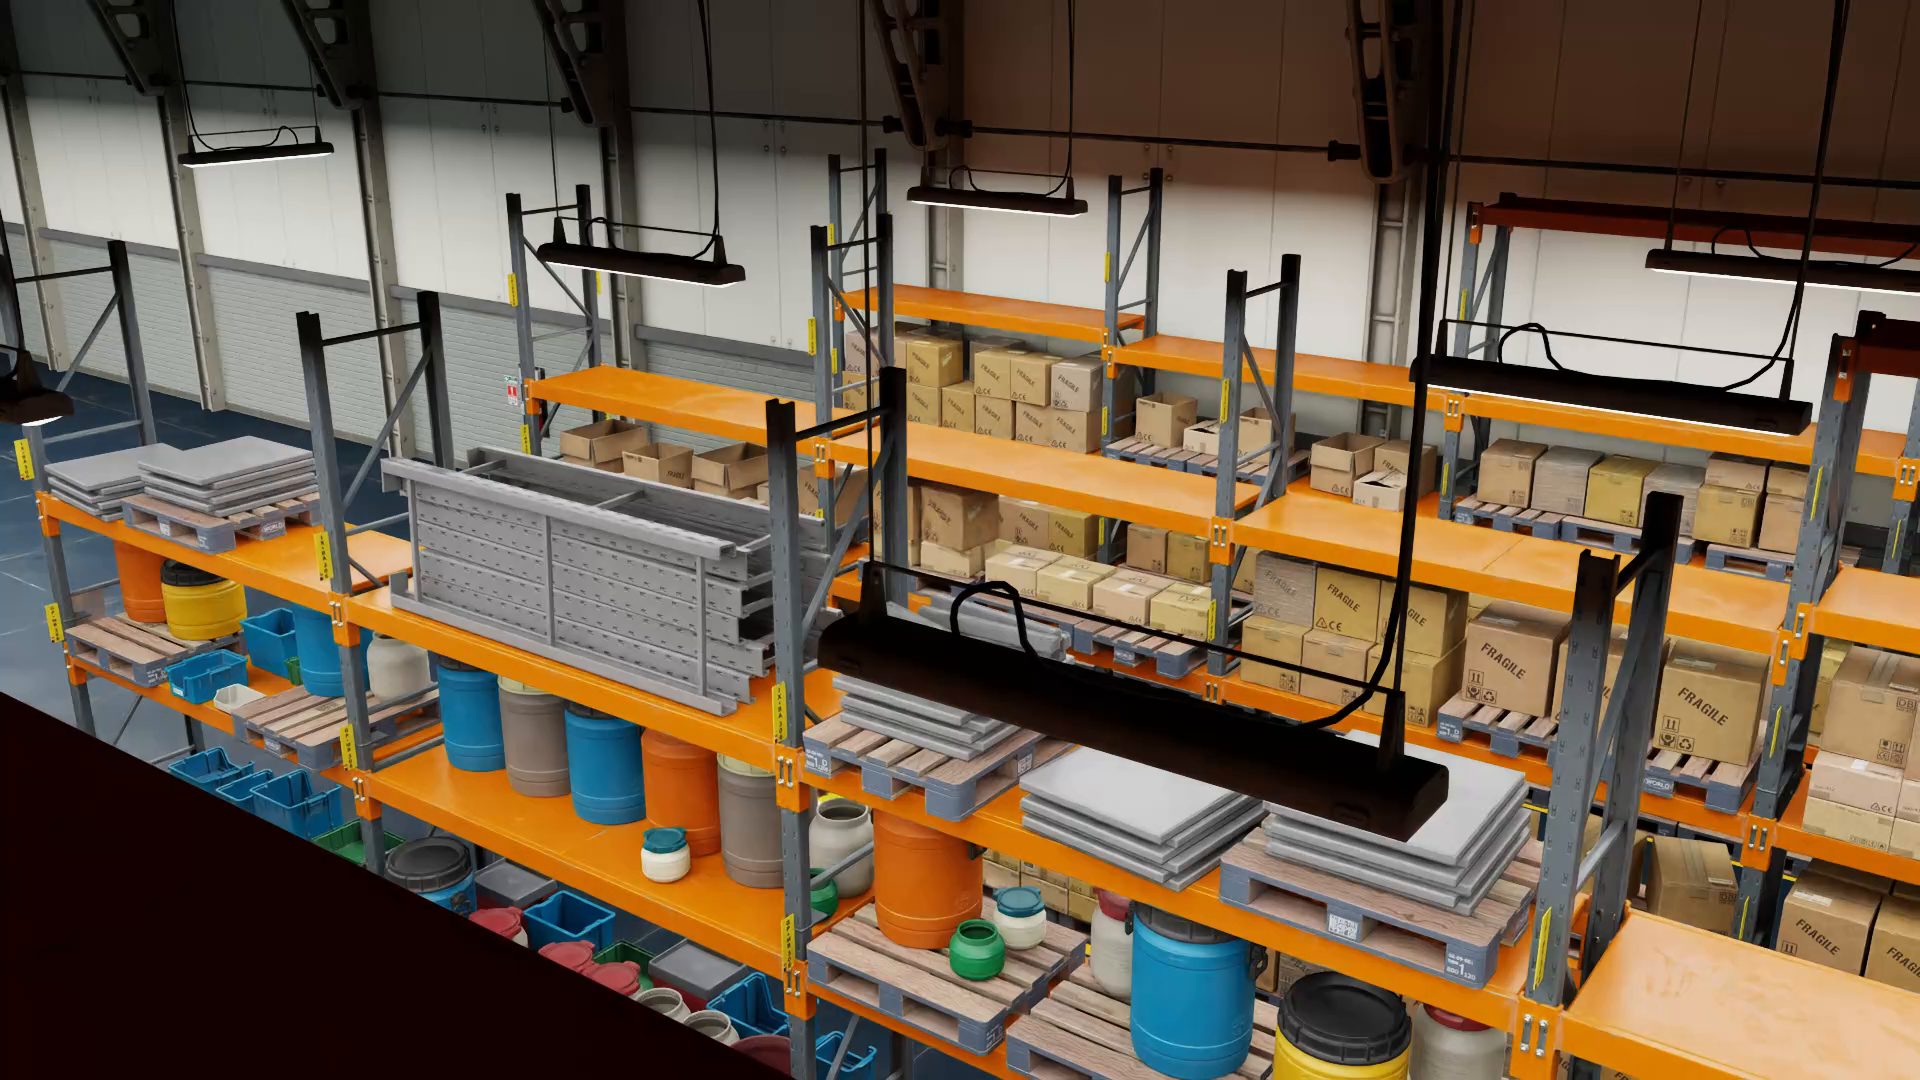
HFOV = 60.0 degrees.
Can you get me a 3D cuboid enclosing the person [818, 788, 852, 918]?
[{"bbox_3d":[-1.243,2.680,14.336,1.009,1.719,0.596,11,22,30],"label":"person"}]
